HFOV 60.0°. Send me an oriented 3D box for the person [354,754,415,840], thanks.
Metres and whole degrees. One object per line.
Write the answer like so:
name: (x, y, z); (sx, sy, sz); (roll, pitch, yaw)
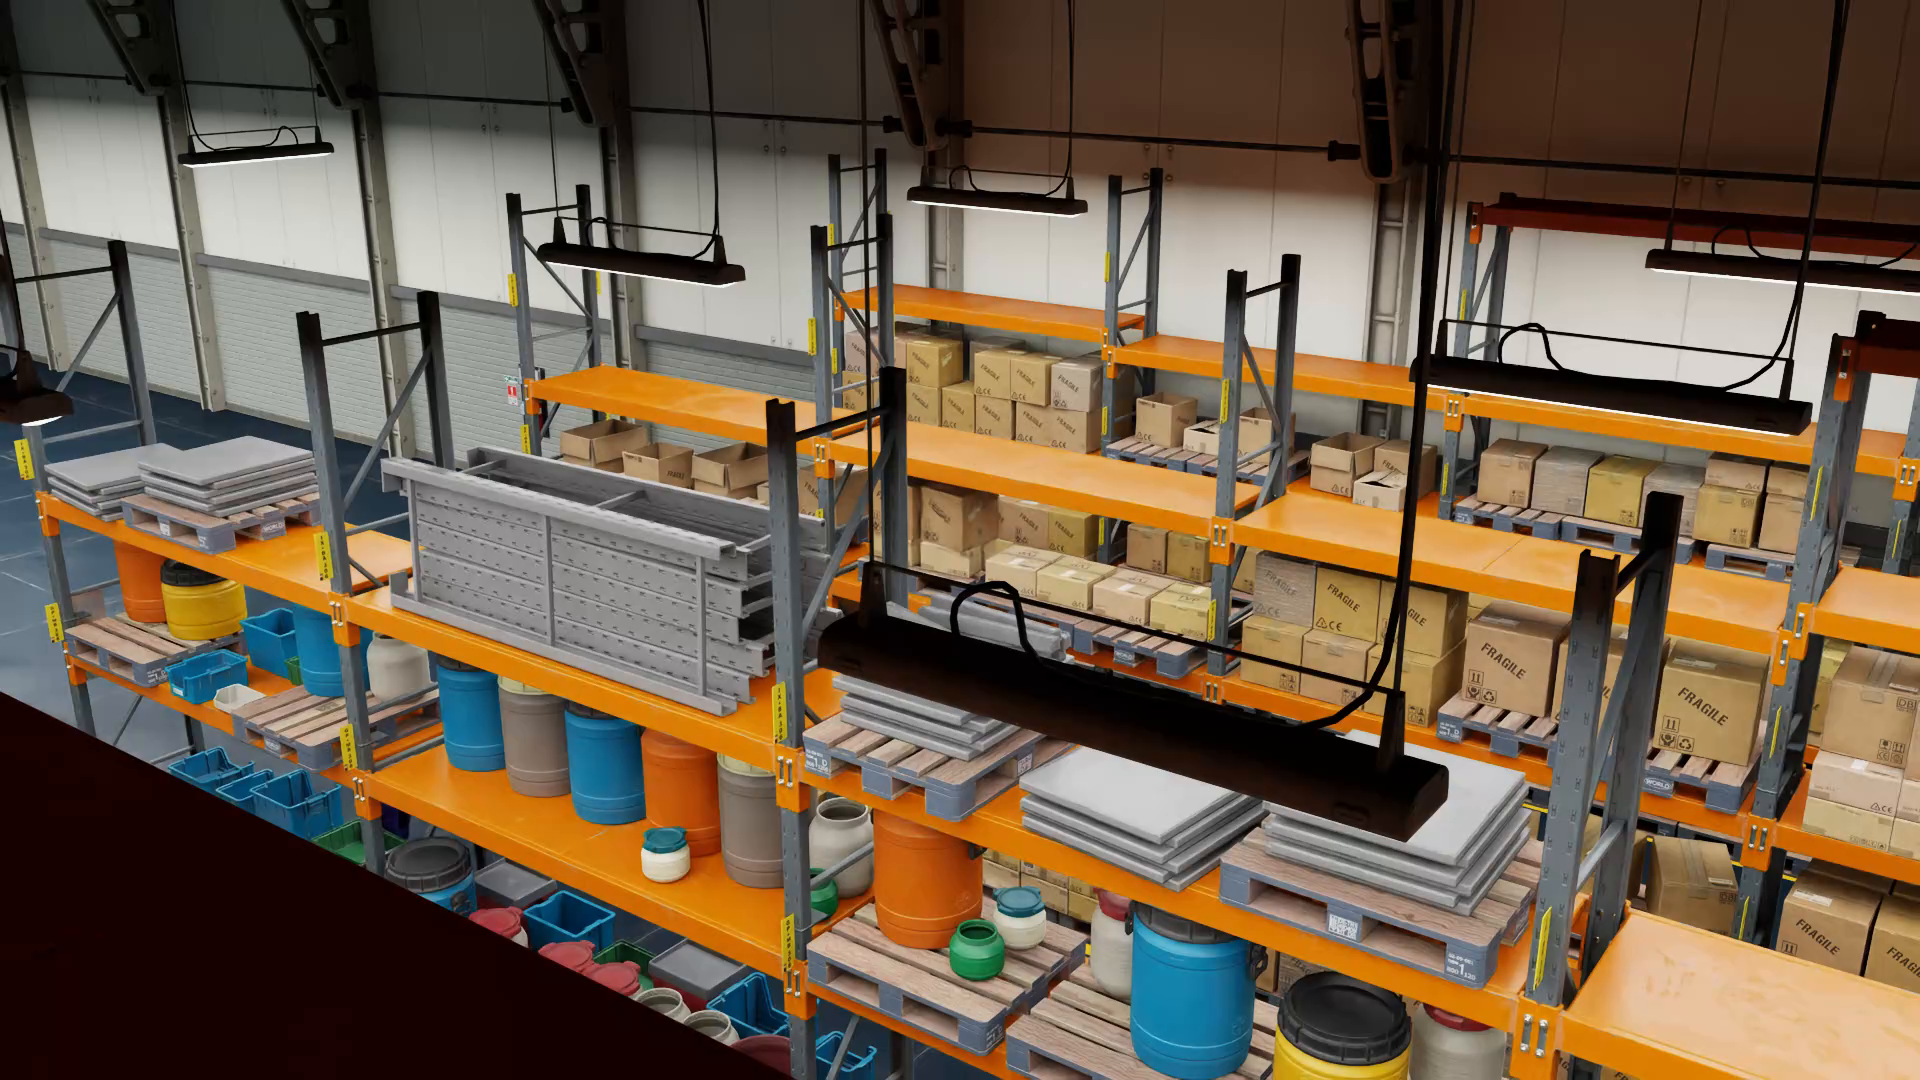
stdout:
person: (-5.304, 2.386, 15.387); (0.741, 1.630, 0.528); (17, 25, 41)
